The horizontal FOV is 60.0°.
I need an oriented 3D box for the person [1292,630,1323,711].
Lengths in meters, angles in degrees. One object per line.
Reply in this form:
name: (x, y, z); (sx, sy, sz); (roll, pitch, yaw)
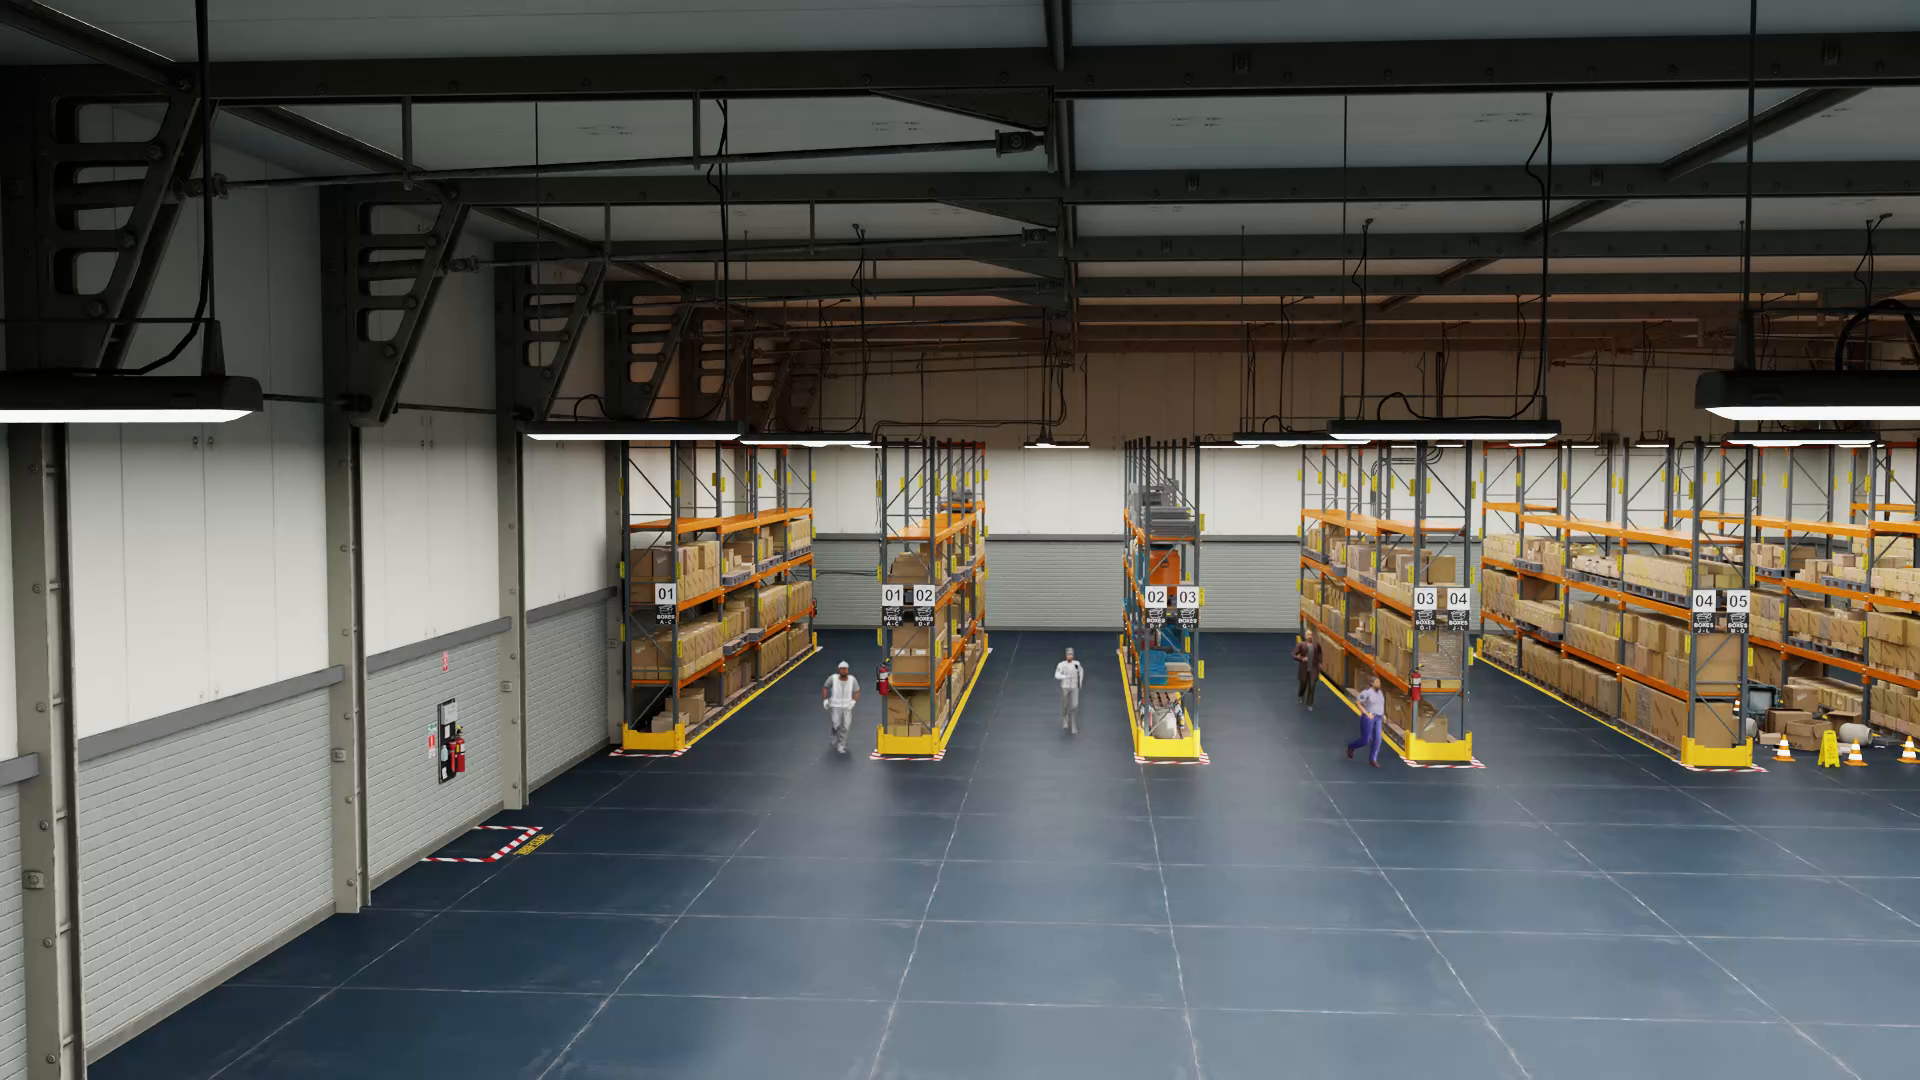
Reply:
person: (7.691, 2.866, 36.780); (0.716, 1.753, 0.901); (0, 3, 0)

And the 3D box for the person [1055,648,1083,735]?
person: (2.227, 3.062, 33.904); (0.600, 1.764, 0.789); (0, 3, -2)

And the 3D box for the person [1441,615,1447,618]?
person: (13.160, 2.470, 46.052); (0.605, 1.616, 0.553); (2, 3, 28)

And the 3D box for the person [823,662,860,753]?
person: (-2.249, 3.174, 31.639); (0.701, 1.748, 0.551); (-1, 3, -12)

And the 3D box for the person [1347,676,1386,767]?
person: (7.550, 3.298, 30.424); (0.668, 1.598, 0.808); (-1, 3, -26)
